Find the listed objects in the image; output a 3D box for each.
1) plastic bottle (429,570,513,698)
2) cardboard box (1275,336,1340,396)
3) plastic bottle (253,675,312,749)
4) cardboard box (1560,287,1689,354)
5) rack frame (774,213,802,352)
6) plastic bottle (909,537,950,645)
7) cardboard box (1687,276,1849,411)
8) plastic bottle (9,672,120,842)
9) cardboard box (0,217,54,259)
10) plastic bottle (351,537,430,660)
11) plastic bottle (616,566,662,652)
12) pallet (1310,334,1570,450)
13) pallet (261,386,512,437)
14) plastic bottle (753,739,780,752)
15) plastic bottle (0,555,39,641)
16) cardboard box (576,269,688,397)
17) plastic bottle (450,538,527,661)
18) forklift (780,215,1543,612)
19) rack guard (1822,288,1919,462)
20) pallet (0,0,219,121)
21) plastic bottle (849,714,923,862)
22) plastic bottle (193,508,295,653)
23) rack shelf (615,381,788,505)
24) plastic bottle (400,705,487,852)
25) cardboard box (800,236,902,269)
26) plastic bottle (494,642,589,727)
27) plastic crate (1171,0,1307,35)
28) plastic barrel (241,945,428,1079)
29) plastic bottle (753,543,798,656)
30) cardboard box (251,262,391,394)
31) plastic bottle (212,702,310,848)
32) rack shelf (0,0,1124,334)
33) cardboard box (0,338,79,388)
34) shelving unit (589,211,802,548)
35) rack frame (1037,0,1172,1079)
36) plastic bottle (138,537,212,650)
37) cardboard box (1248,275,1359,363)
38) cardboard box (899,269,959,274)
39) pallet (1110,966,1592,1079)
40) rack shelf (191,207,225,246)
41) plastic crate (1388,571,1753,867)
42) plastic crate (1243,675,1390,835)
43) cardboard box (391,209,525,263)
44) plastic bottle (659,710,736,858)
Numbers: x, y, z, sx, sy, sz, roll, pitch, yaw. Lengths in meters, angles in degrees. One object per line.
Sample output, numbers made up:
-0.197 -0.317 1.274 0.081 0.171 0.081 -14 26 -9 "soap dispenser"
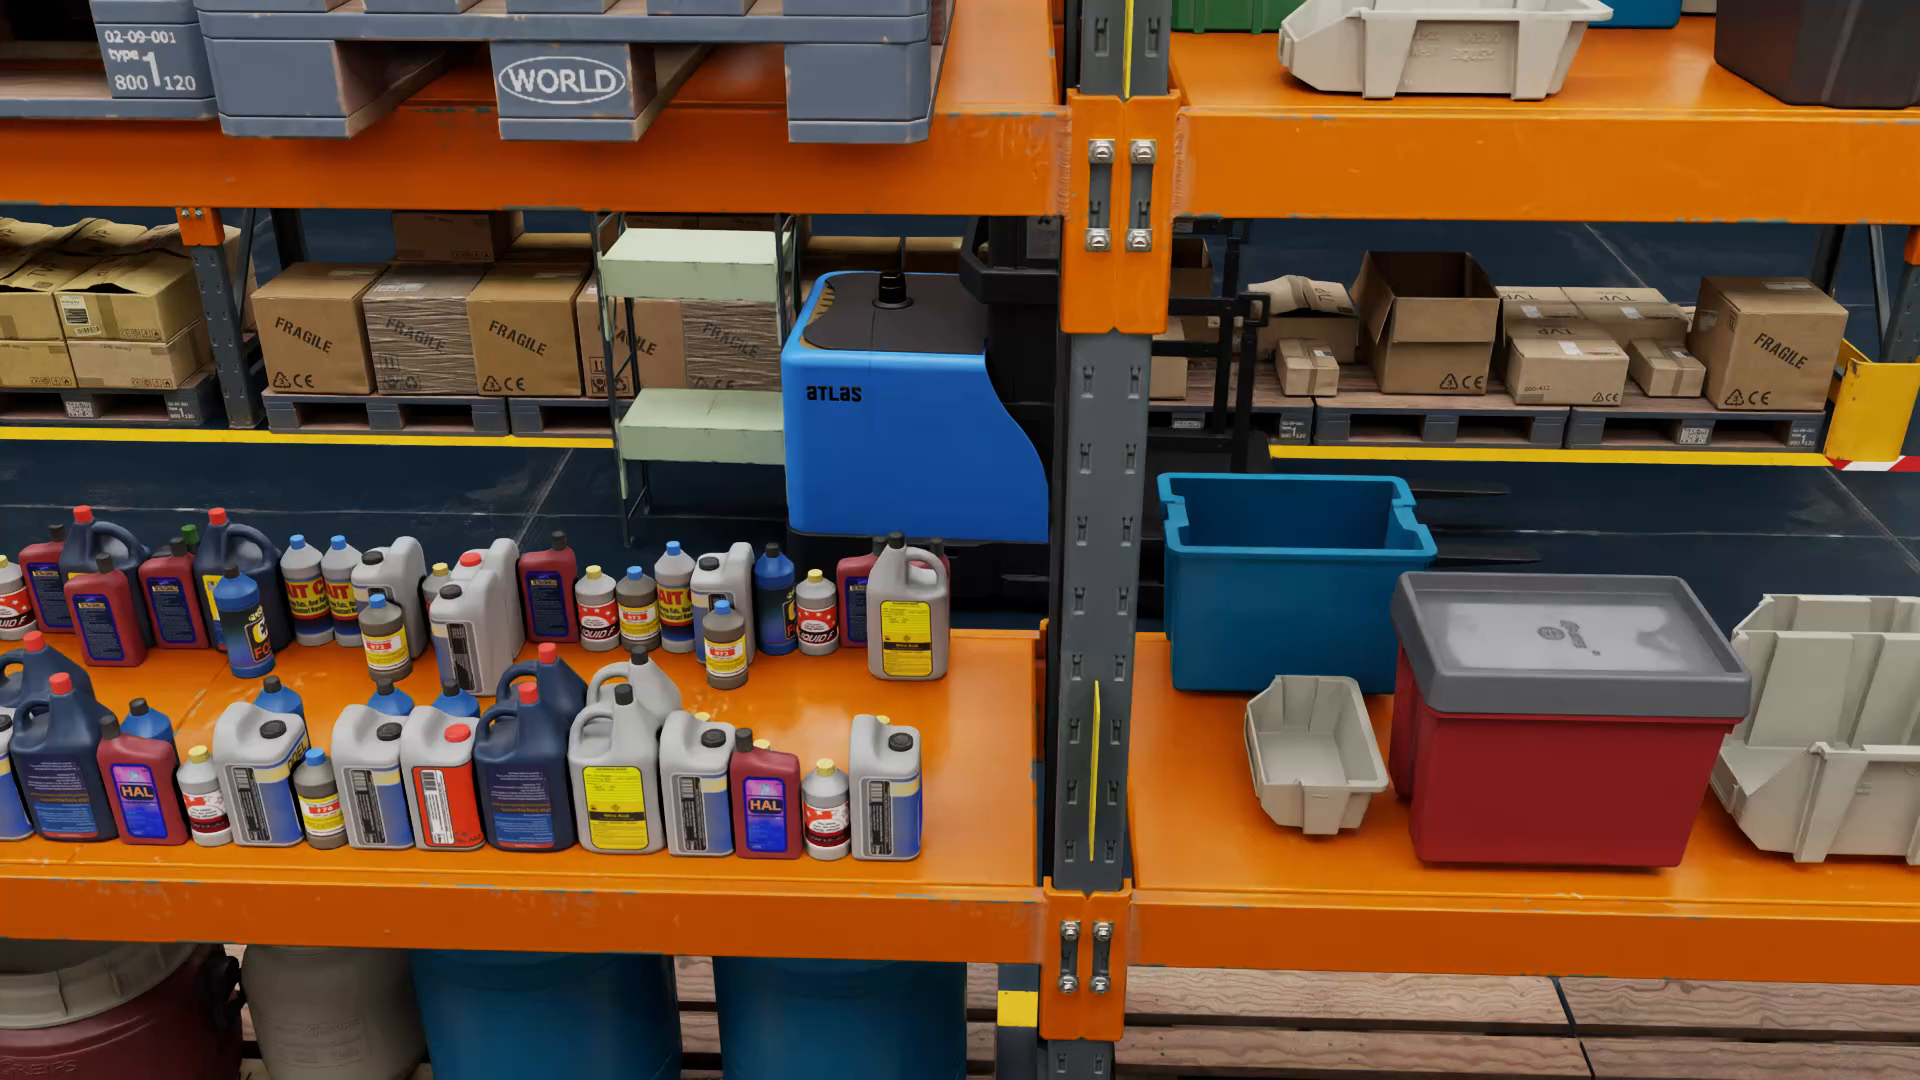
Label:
-1.119 0.204 3.795 0.135 0.276 0.152 1 28 2 "plastic bottle"
1.716 -0.864 8.233 0.250 0.166 0.380 1 28 2 "cardboard box"
-1.394 0.402 3.427 0.097 0.271 0.097 0 28 0 "plastic bottle"
3.404 -1.103 8.594 0.500 0.250 0.500 1 28 2 "cardboard box"
-0.693 -0.693 6.957 0.023 1.500 0.400 2 28 4 "rack frame"
-0.091 0.125 3.936 0.133 0.283 0.061 1 28 2 "plastic bottle"
3.885 -0.957 8.052 0.500 0.500 0.500 1 28 2 "cardboard box"
-1.770 0.421 3.307 0.185 0.351 0.144 1 28 2 "plastic bottle"
-5.106 -1.484 8.736 0.500 0.311 0.500 0 28 0 "cardboard box"
-1.345 0.129 3.937 0.135 0.276 0.152 1 28 2 "plastic bottle"
-0.766 0.158 3.961 0.097 0.201 0.097 0 28 0 "plastic bottle"
2.348 -0.777 8.490 1.213 0.211 1.003 1 28 2 "pallet"
-2.813 -0.843 8.616 1.213 0.211 1.003 1 28 2 "pallet"
-0.393 0.492 3.332 0.097 0.201 0.097 0 28 0 "plastic bottle"
-2.291 0.133 4.008 0.097 0.201 0.097 0 28 0 "plastic bottle"
-1.567 -1.031 8.192 0.500 0.500 0.500 0 28 0 "cardboard box"
-1.114 0.133 3.930 0.135 0.276 0.152 1 28 2 "plastic bottle"
0.842 -1.232 6.444 3.031 2.935 1.130 2 28 4 "forklift"
4.361 -0.870 8.358 0.348 0.500 1.175 1 28 2 "rack guard"
-1.660 -0.947 2.834 1.213 0.211 1.003 1 28 2 "pallet"
-0.145 0.479 3.277 0.135 0.276 0.152 1 28 2 "plastic bottle"
-1.700 0.088 3.934 0.185 0.351 0.144 1 28 2 "plastic bottle"
-1.058 -0.419 7.135 0.720 0.370 0.431 2 28 4 "rack shelf"
-1.014 0.464 3.304 0.135 0.276 0.152 1 28 2 "plastic bottle"
-0.569 -1.255 8.614 0.500 0.500 0.500 1 28 3 "cardboard box"
-0.849 0.368 3.405 0.185 0.351 0.144 1 28 2 "plastic bottle"
0.695 -1.087 3.122 0.662 0.188 0.450 1 28 2 "plastic crate"
-1.551 1.113 4.156 0.421 0.512 0.421 0 28 0 "plastic barrel"
-0.437 0.133 3.934 0.097 0.271 0.097 0 28 0 "plastic bottle"
-3.113 -1.054 8.235 0.500 0.500 0.500 2 28 4 "cardboard box"
-1.380 0.458 3.315 0.135 0.276 0.152 1 28 2 "plastic bottle"
-1.738 -0.761 3.049 4.000 0.370 1.077 1 28 2 "rack shelf"
-4.608 -0.978 8.379 0.500 0.250 0.500 1 28 1 "cardboard box"
-1.058 -0.707 6.983 0.755 1.500 0.431 2 28 4 "shelving unit"
0.261 0.279 3.521 0.127 3.000 1.000 1 28 2 "rack frame"
-1.859 0.124 3.938 0.133 0.283 0.061 1 28 2 "plastic bottle"
1.768 -1.157 8.631 0.500 0.311 0.500 1 28 2 "cardboard box"
-0.064 -1.003 8.139 0.500 0.500 0.500 1 28 2 "cardboard box"
0.997 1.505 4.185 1.213 0.211 1.003 1 28 2 "pallet"
-1.559 -1.755 8.125 4.000 0.370 1.077 1 28 2 "rack shelf"
1.144 0.356 3.243 0.583 0.464 0.402 1 28 2 "plastic crate"
0.721 0.444 3.428 0.243 0.136 0.396 1 28 2 "plastic crate"
-2.559 -1.622 8.506 0.500 0.250 0.500 2 28 4 "cardboard box"
-0.510 0.473 3.288 0.135 0.276 0.152 1 28 2 "plastic bottle"
